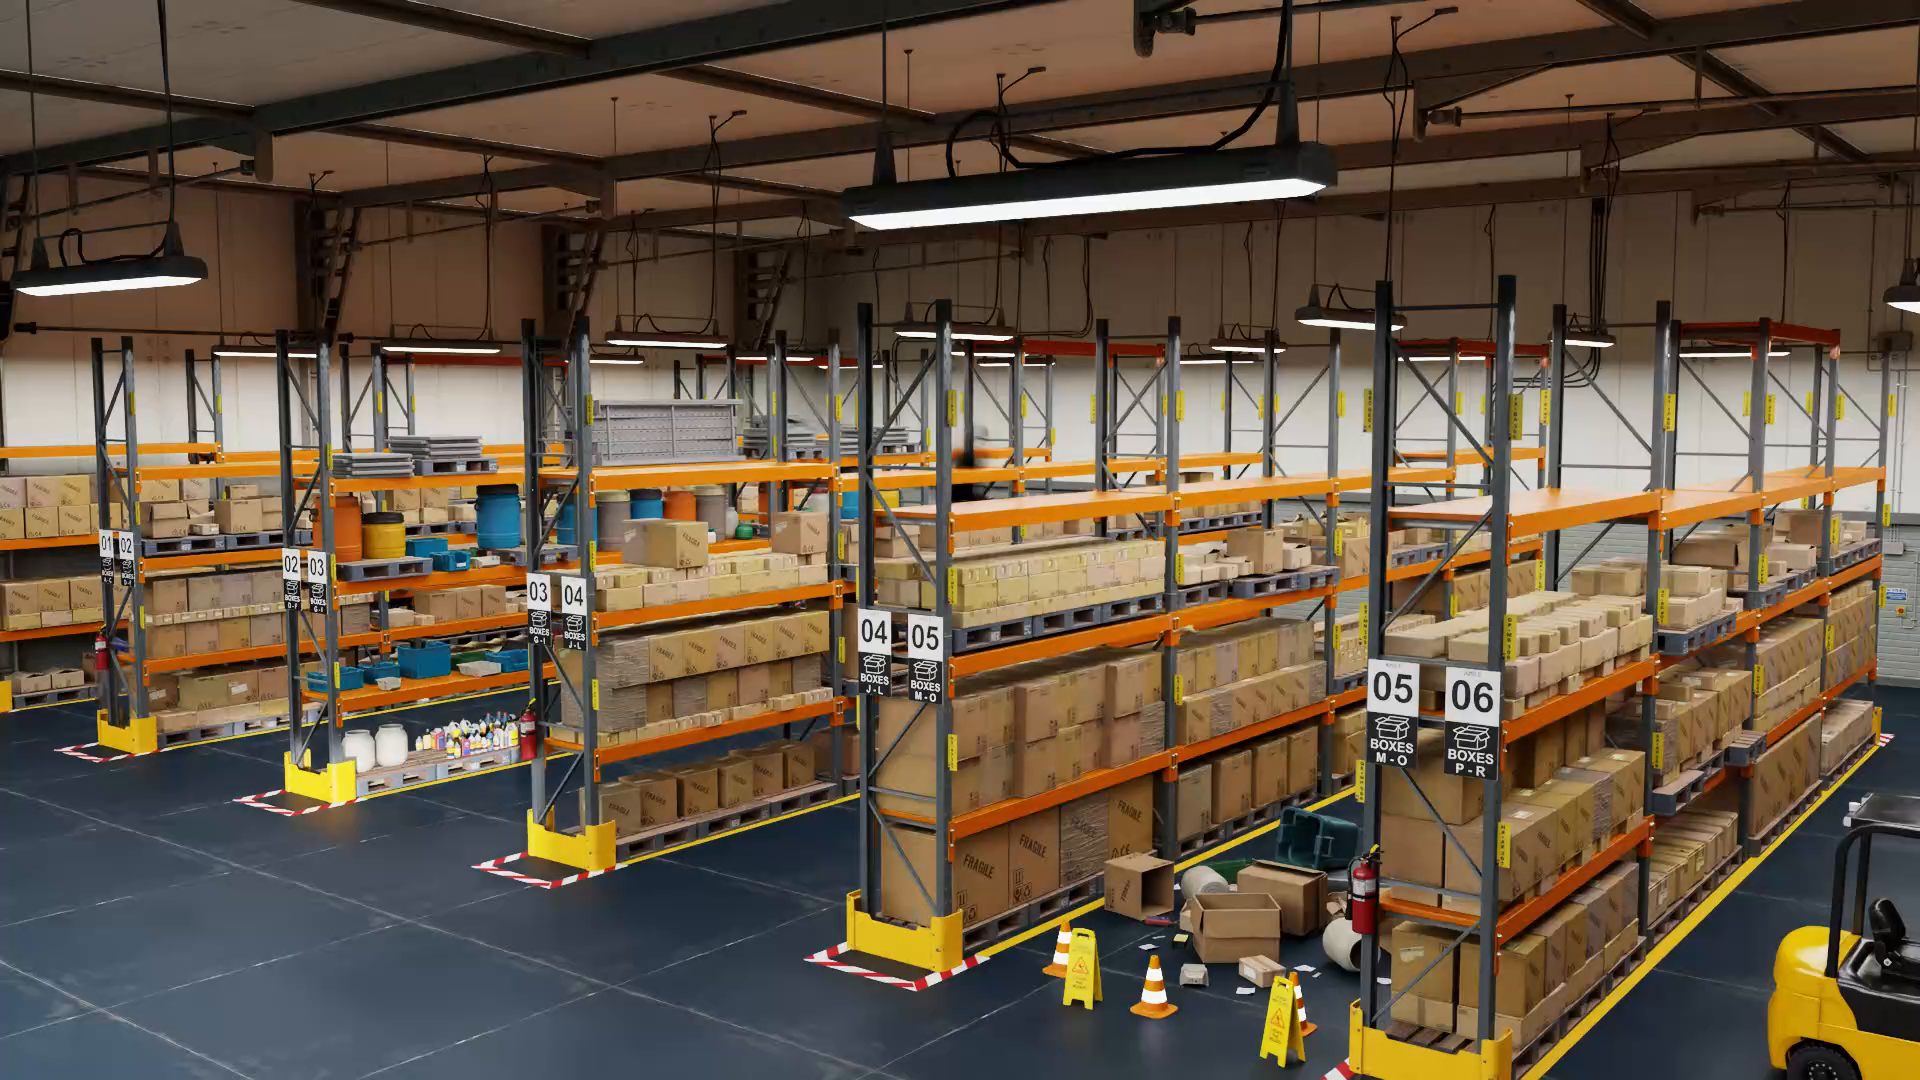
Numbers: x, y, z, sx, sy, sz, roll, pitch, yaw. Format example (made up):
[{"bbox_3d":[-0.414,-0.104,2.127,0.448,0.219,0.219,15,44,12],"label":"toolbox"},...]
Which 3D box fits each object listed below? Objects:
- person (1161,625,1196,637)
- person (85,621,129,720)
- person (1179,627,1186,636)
[{"bbox_3d":[3.303,1.862,25.359,0.578,1.657,0.877,3,6,30],"label":"person"},{"bbox_3d":[-13.204,2.117,25.747,0.578,1.739,0.666,3,6,30],"label":"person"},{"bbox_3d":[2.900,2.040,22.268,0.710,1.821,0.972,3,6,31],"label":"person"}]
